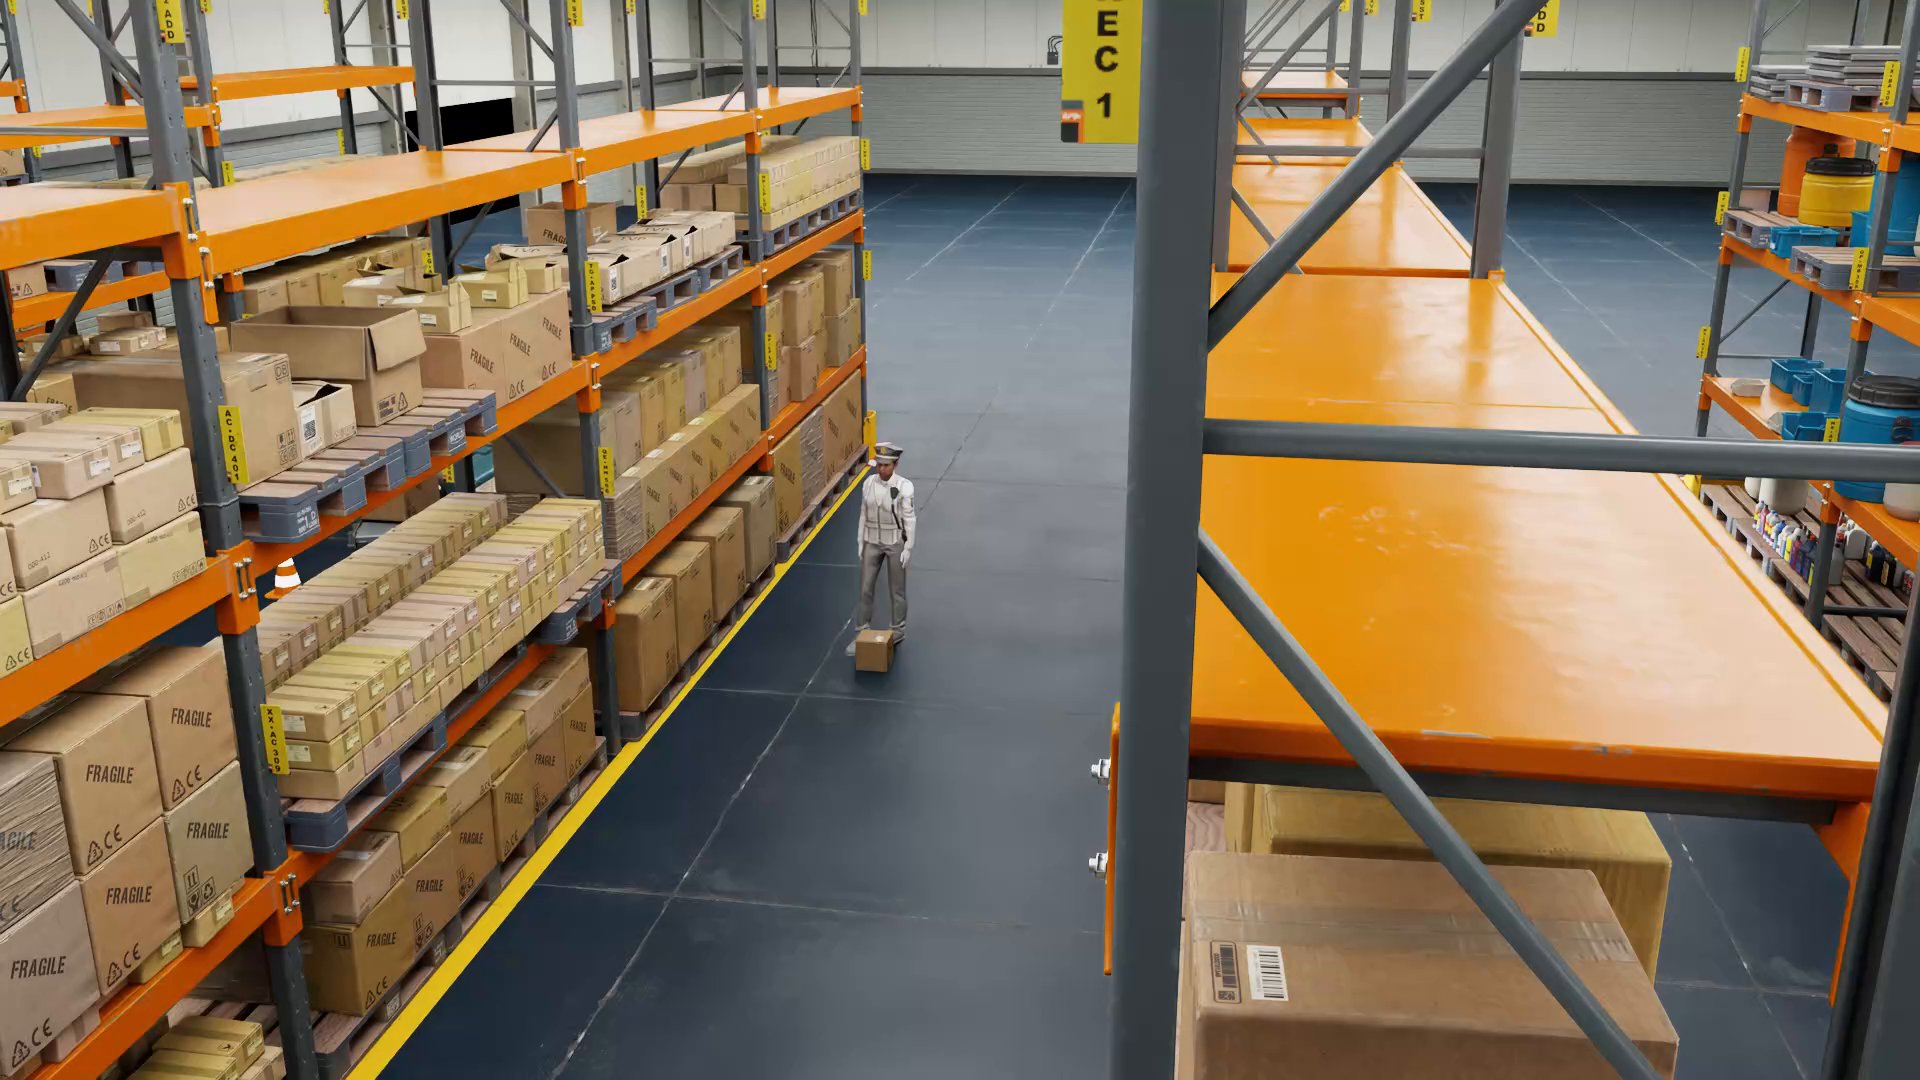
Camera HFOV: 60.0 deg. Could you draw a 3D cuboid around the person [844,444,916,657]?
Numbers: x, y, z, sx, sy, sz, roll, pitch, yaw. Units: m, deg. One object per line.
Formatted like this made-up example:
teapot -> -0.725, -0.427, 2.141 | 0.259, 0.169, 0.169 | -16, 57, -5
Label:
person -> -0.635, 0.075, 13.208 | 0.485, 1.678, 0.560 | 6, 19, 17
